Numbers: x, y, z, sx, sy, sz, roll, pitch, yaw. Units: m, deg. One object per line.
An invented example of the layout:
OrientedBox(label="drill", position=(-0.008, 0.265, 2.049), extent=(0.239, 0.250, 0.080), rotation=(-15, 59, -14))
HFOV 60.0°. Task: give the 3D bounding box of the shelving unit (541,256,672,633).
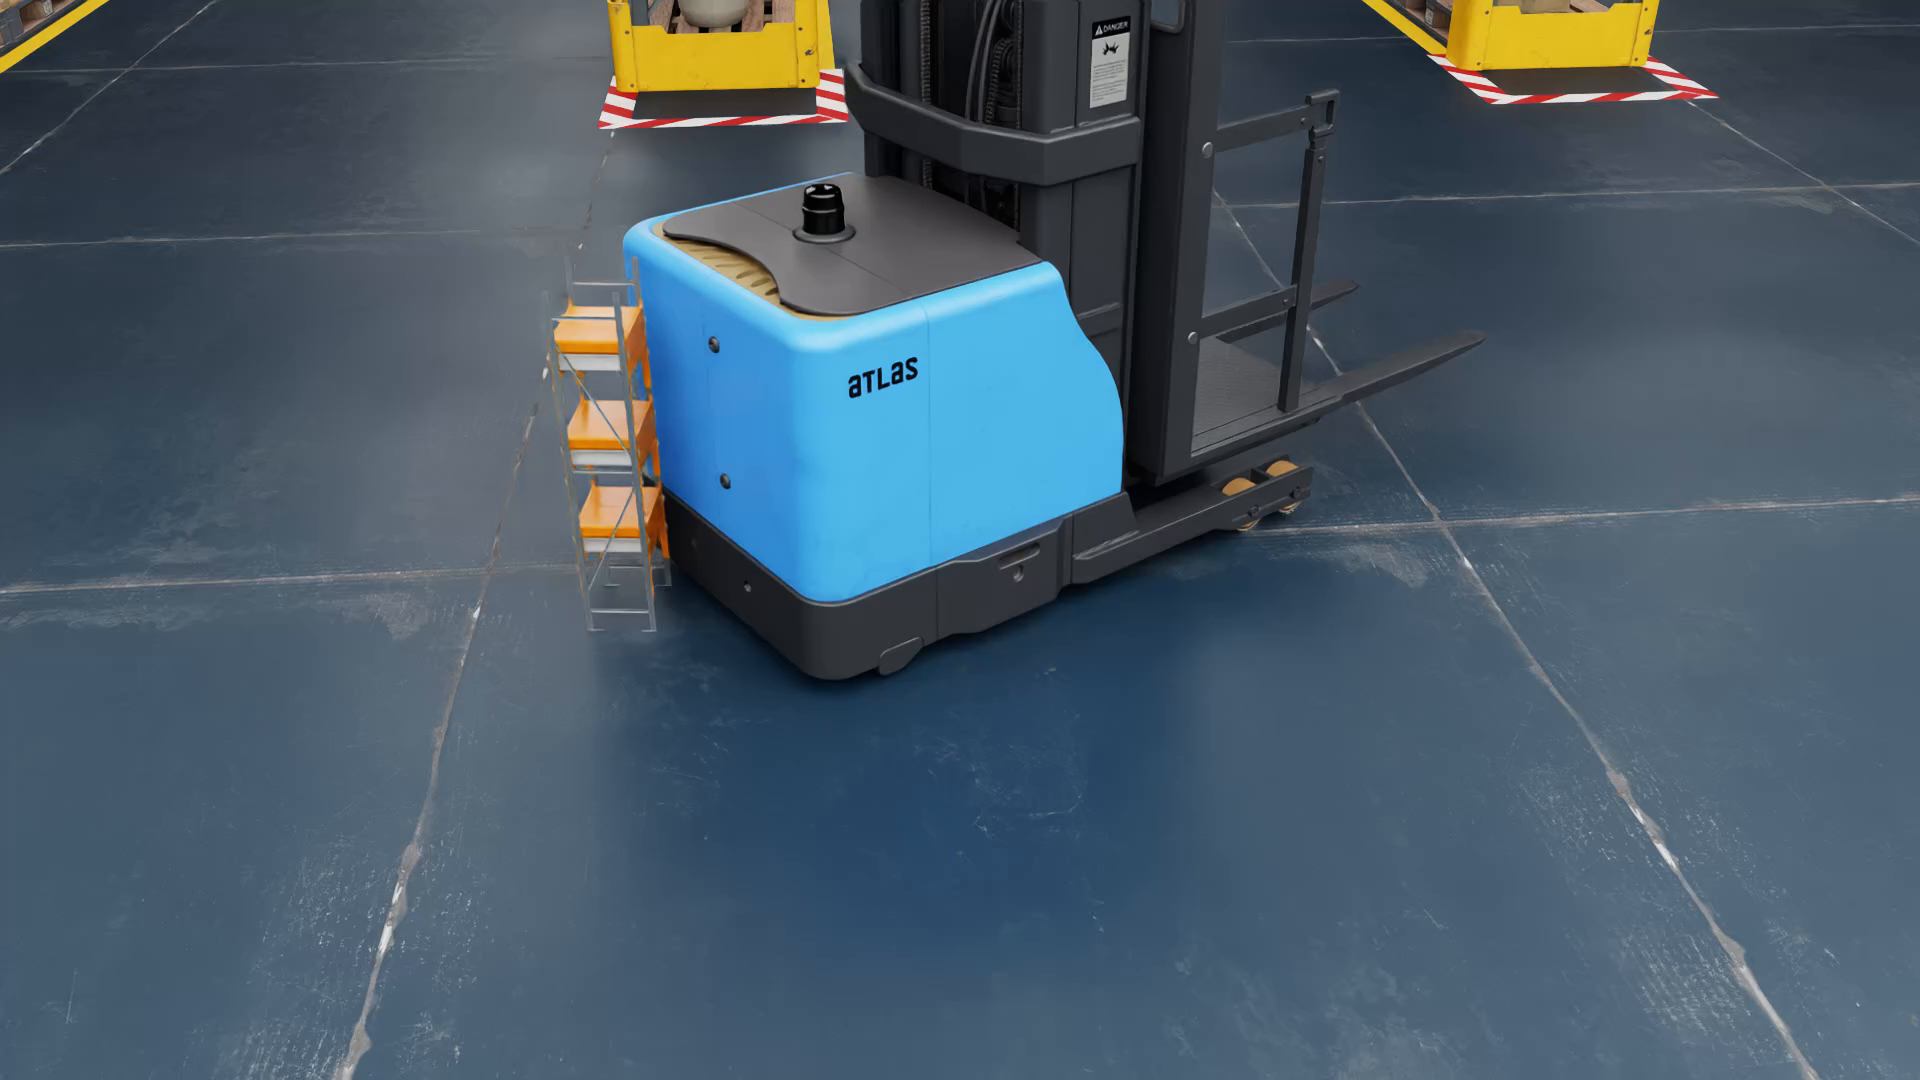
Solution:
OrientedBox(label="shelving unit", position=(-0.971, -0.248, 4.641), extent=(0.215, 1.050, 0.252), rotation=(1, 31, 1))

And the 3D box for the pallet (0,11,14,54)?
OrientedBox(label="pallet", position=(-6.401, -2.891, 9.884), extent=(1.003, 0.211, 1.213), rotation=(-3, 31, -5))

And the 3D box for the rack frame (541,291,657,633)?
OrientedBox(label="rack frame", position=(-0.974, -0.185, 4.536), extent=(0.200, 1.050, 0.008), rotation=(1, 31, 1))

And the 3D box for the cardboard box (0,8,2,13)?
OrientedBox(label="cardboard box", position=(-6.167, -3.239, 10.019), extent=(0.500, 0.250, 0.500), rotation=(-3, 31, -5))

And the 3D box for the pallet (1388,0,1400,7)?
OrientedBox(label="pallet", position=(3.417, -4.052, 11.827), extent=(1.003, 0.211, 1.213), rotation=(-3, 31, -5))

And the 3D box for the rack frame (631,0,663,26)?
OrientedBox(label="rack frame", position=(-1.356, -3.935, 8.912), extent=(1.000, 3.000, 0.127), rotation=(-3, 31, -5))

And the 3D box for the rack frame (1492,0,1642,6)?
OrientedBox(label="rack frame", position=(3.576, -4.172, 9.310), extent=(1.000, 3.000, 0.127), rotation=(-3, 31, -5))

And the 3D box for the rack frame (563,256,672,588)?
OrientedBox(label="rack frame", position=(-0.968, -0.310, 4.745), extent=(0.200, 1.050, 0.008), rotation=(1, 31, 1))

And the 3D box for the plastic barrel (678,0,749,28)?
OrientedBox(label="plastic barrel", position=(-1.493, -3.379, 9.999), extent=(0.421, 0.512, 0.421), rotation=(0, 31, 0))

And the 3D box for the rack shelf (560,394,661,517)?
OrientedBox(label="rack shelf", position=(-0.971, -0.238, 4.646), extent=(0.215, 0.259, 0.240), rotation=(1, 31, 1))

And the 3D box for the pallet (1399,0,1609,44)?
OrientedBox(label="pallet", position=(3.528, -3.430, 10.787), extent=(1.003, 0.211, 1.213), rotation=(-3, 31, -5))

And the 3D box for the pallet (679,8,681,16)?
OrientedBox(label="pallet", position=(-1.591, -3.811, 11.424), extent=(1.003, 0.211, 1.213), rotation=(-3, 31, -5))

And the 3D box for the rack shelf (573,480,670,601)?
OrientedBox(label="rack shelf", position=(-0.971, 0.000, 4.788), extent=(0.215, 0.259, 0.240), rotation=(1, 31, 1))

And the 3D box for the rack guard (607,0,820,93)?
OrientedBox(label="rack guard", position=(-1.410, -2.898, 9.614), extent=(1.175, 0.500, 0.348), rotation=(-3, 31, -5))

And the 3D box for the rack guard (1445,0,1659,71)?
OrientedBox(label="rack guard", position=(3.569, -3.138, 10.016), extent=(1.175, 0.500, 0.348), rotation=(-3, 31, -5))

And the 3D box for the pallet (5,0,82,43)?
OrientedBox(label="pallet", position=(-6.512, -3.512, 10.924), extent=(1.003, 0.211, 1.213), rotation=(-3, 31, -5))

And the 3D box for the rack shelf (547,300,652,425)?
OrientedBox(label="rack shelf", position=(-0.971, -0.482, 4.501), extent=(0.215, 0.259, 0.240), rotation=(1, 31, 1))

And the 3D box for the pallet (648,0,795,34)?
OrientedBox(label="pallet", position=(-1.480, -3.189, 10.383), extent=(1.003, 0.211, 1.213), rotation=(-3, 31, -5))

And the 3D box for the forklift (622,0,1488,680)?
OrientedBox(label="forklift", position=(0.522, -1.481, 4.872), extent=(3.031, 2.935, 1.130), rotation=(-21, 37, -31))

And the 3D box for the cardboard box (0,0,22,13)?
OrientedBox(label="cardboard box", position=(-6.213, -3.494, 10.446), extent=(0.500, 0.250, 0.500), rotation=(-3, 31, -5))

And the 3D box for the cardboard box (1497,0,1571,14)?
OrientedBox(label="cardboard box", position=(3.534, -3.599, 10.378), extent=(0.500, 0.500, 0.500), rotation=(3, 31, 5))
